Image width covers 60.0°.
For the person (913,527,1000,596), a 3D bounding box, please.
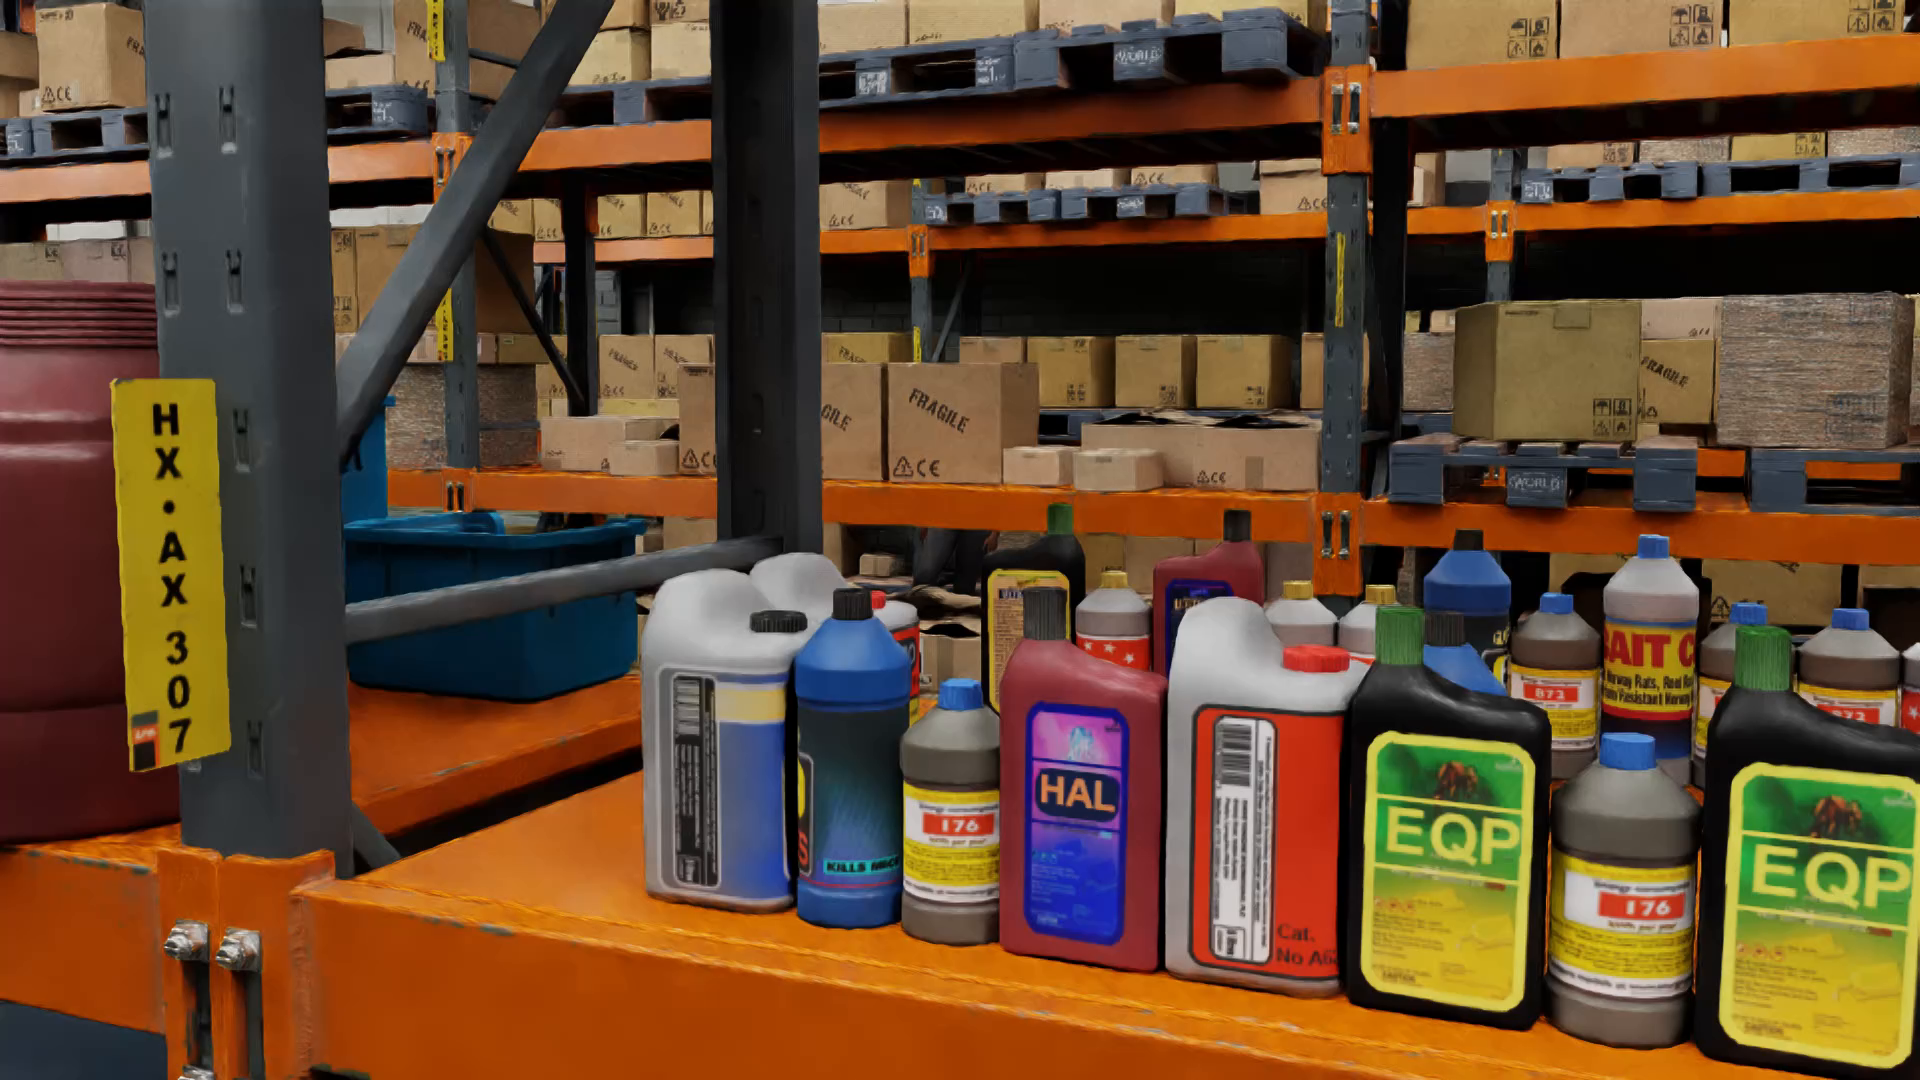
[{"bbox_3d":[-0.051,-0.049,9.720,0.663,1.650,0.427,2,6,17],"label":"person"}]
